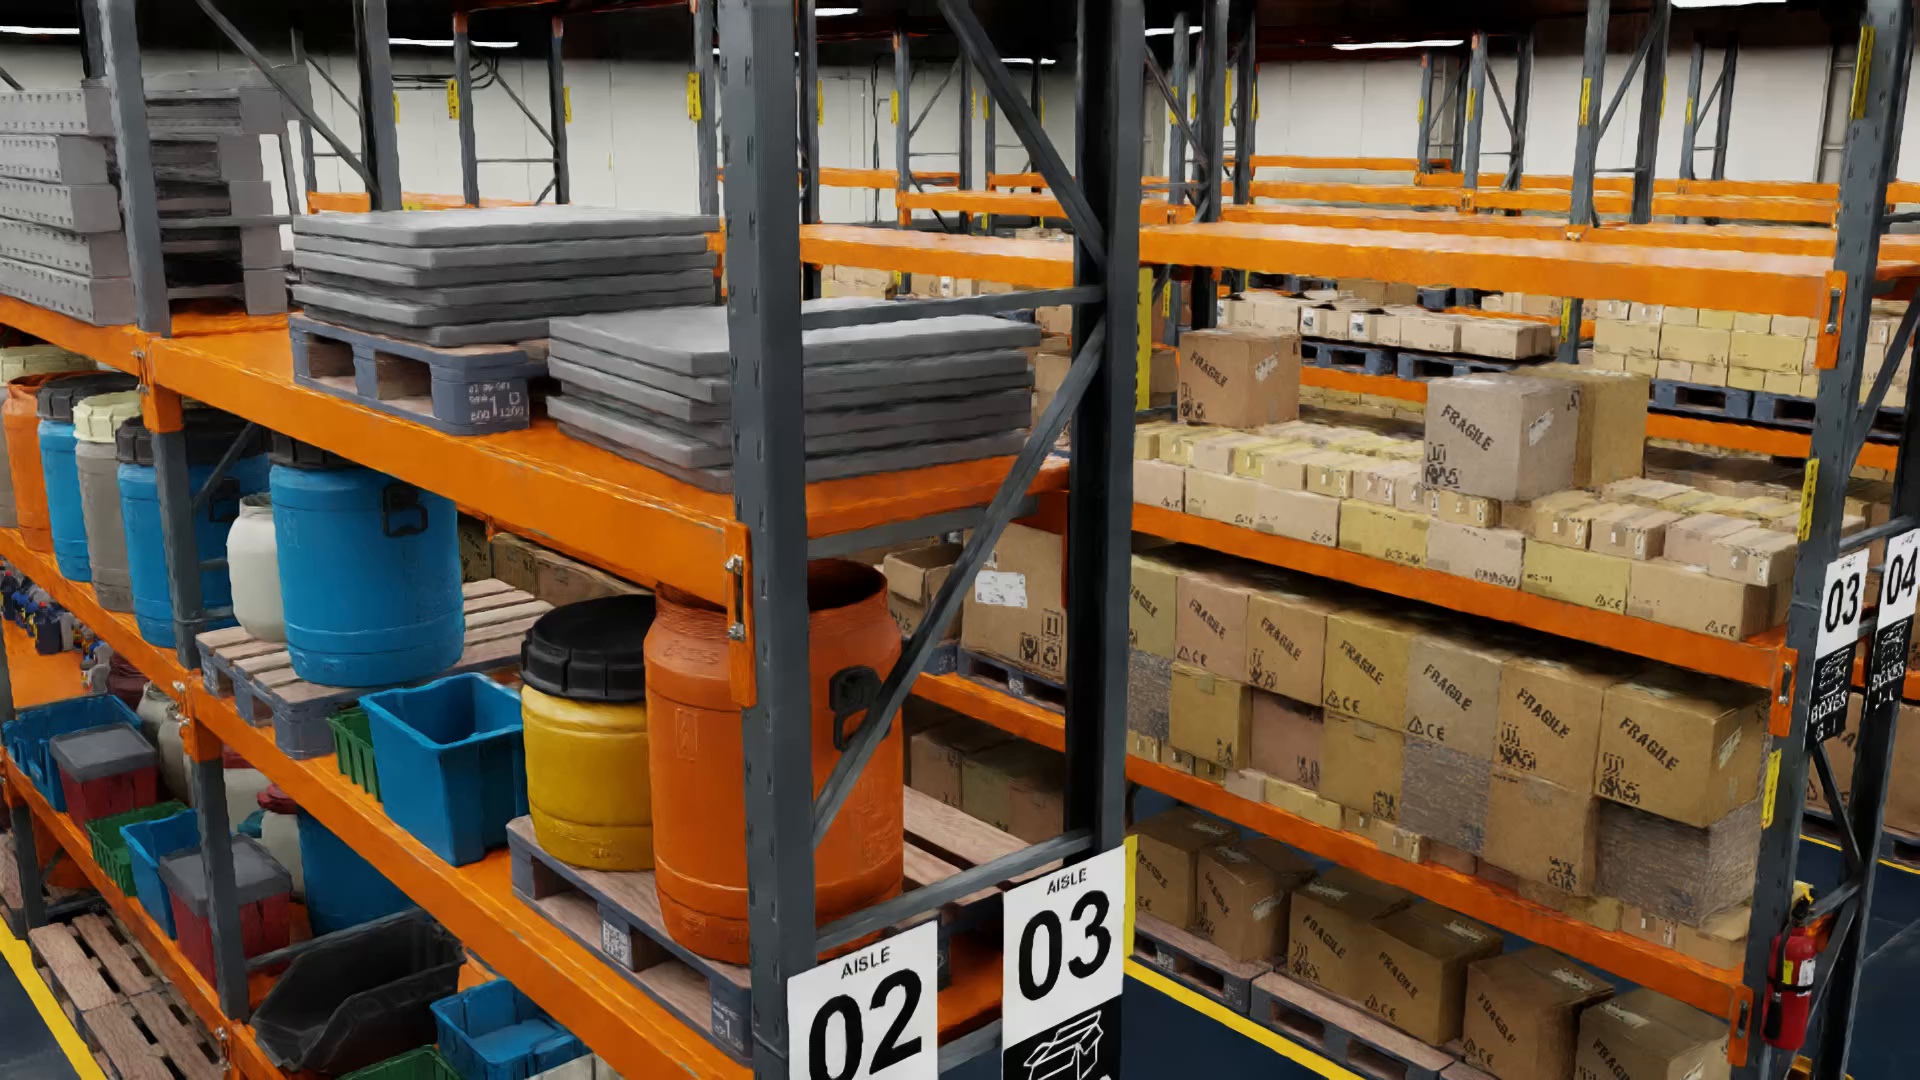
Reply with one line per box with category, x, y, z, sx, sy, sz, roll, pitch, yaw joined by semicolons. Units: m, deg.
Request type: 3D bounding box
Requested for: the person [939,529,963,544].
person;-0.117;-0.097;16.767;0.534;1.673;0.569;-3;15;-12
